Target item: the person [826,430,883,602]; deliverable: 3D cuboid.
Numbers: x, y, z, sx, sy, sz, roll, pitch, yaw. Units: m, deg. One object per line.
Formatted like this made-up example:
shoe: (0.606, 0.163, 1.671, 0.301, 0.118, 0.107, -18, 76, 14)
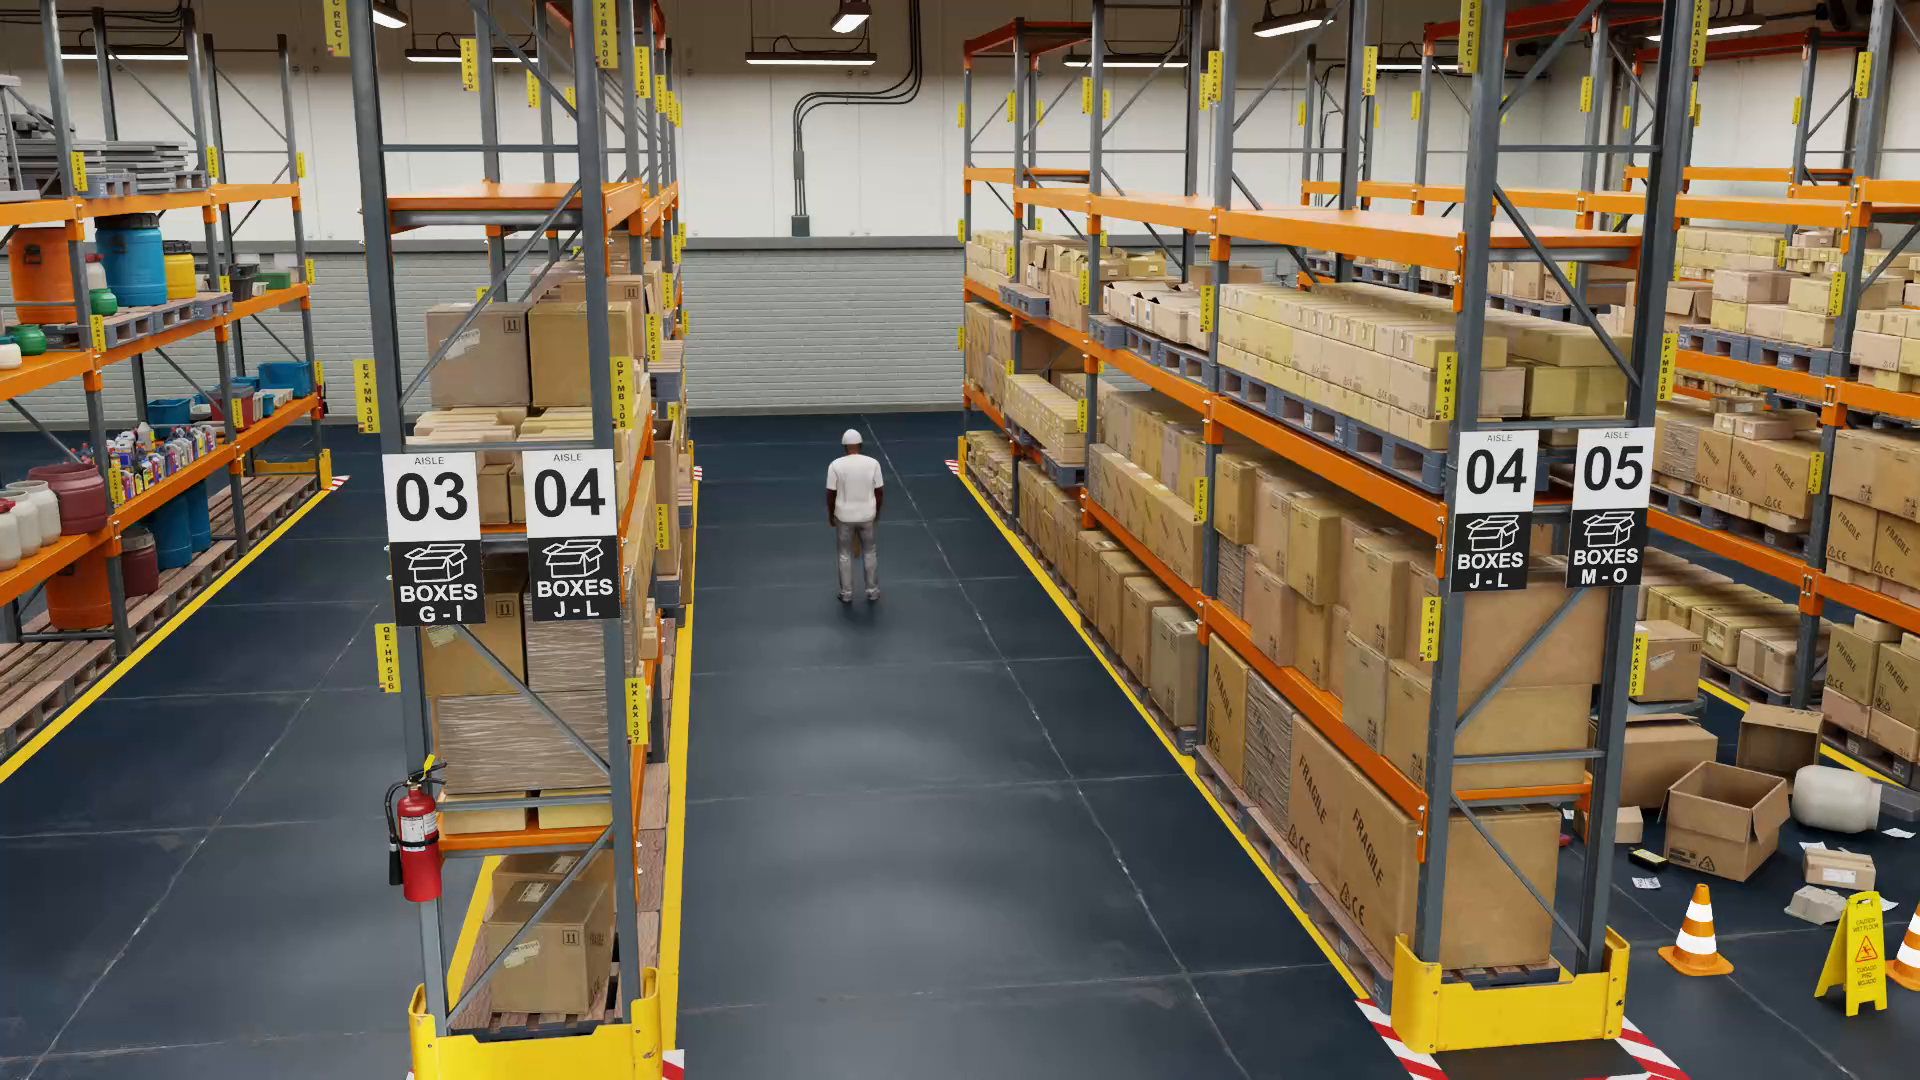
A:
person: (-1.074, -0.251, 17.014, 0.589, 1.765, 0.425, -2, 13, -10)
